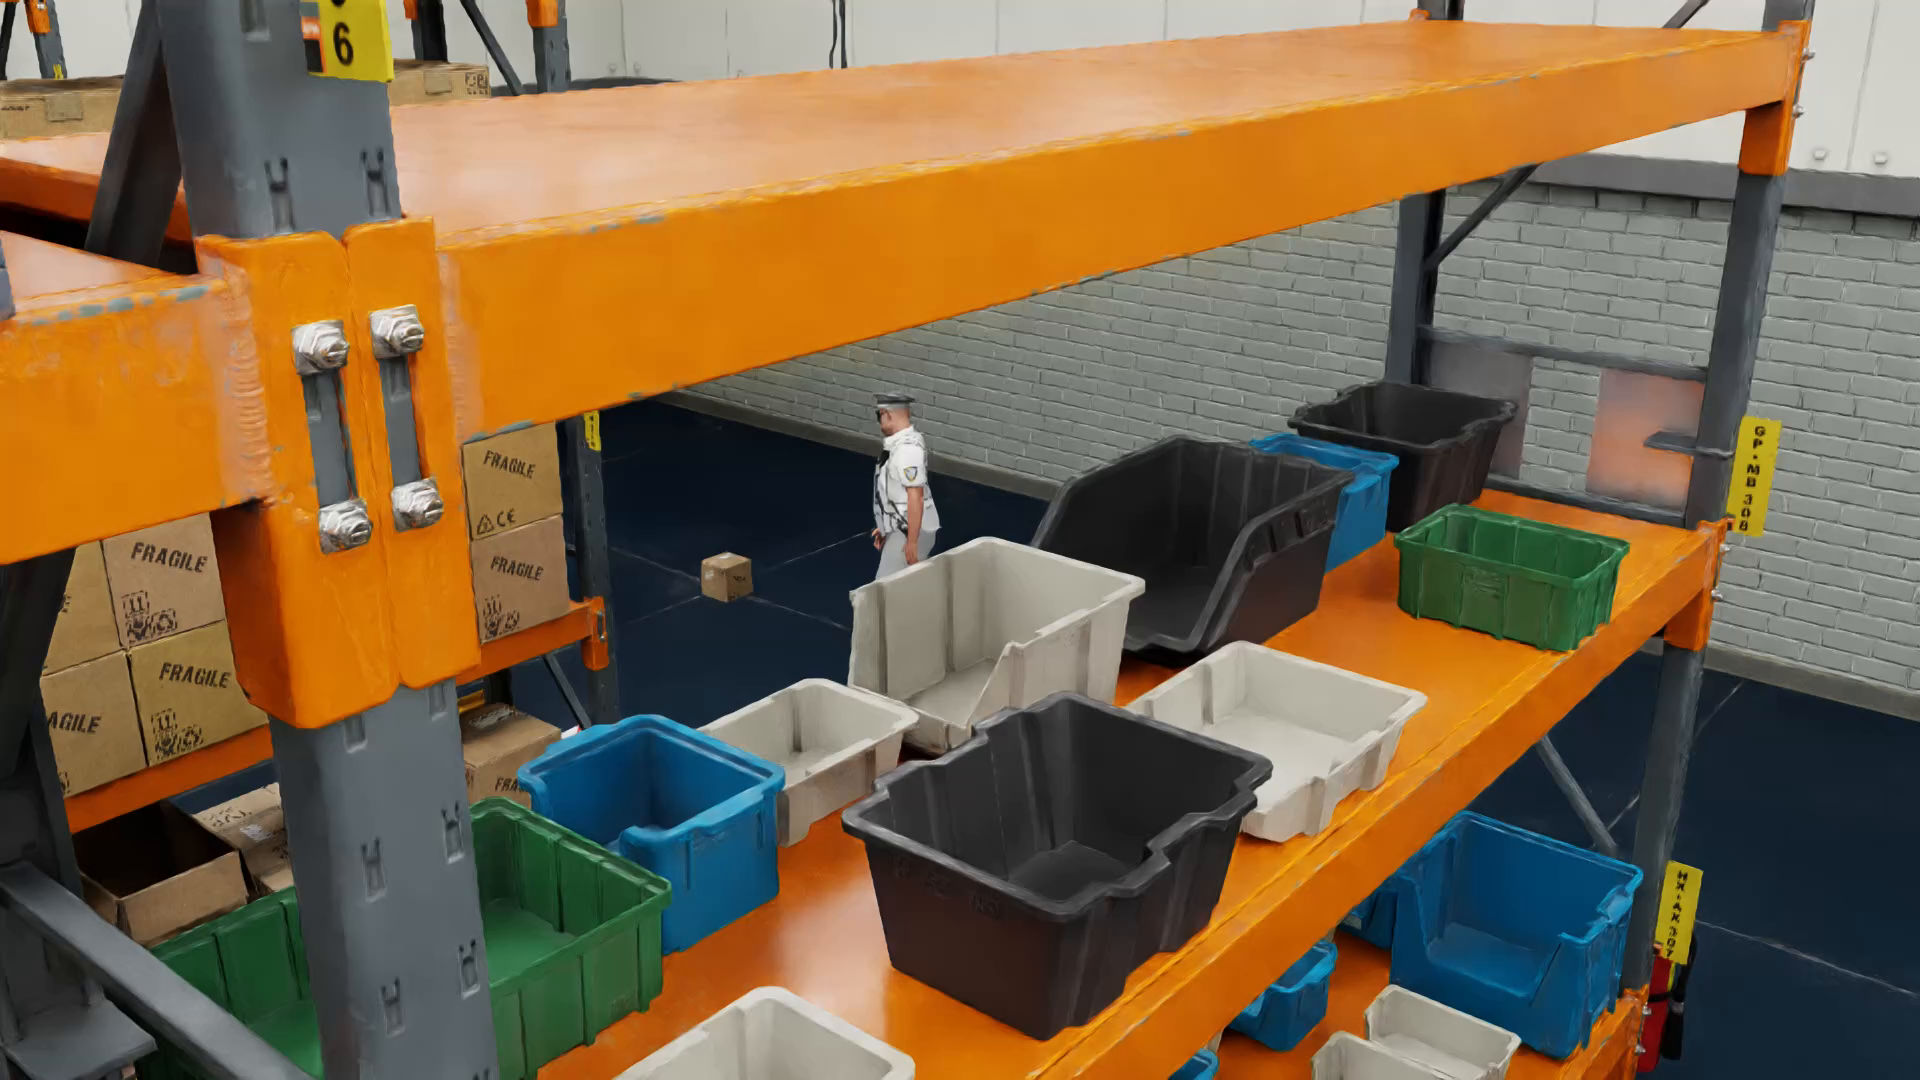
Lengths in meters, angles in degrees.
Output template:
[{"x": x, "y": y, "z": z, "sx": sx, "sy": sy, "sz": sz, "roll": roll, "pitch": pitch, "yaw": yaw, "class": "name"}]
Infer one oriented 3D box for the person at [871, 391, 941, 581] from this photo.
[{"x": -0.300, "y": -0.047, "z": 10.199, "sx": 0.490, "sy": 1.728, "sz": 0.608, "roll": -2, "pitch": 20, "yaw": -7, "class": "person"}]
